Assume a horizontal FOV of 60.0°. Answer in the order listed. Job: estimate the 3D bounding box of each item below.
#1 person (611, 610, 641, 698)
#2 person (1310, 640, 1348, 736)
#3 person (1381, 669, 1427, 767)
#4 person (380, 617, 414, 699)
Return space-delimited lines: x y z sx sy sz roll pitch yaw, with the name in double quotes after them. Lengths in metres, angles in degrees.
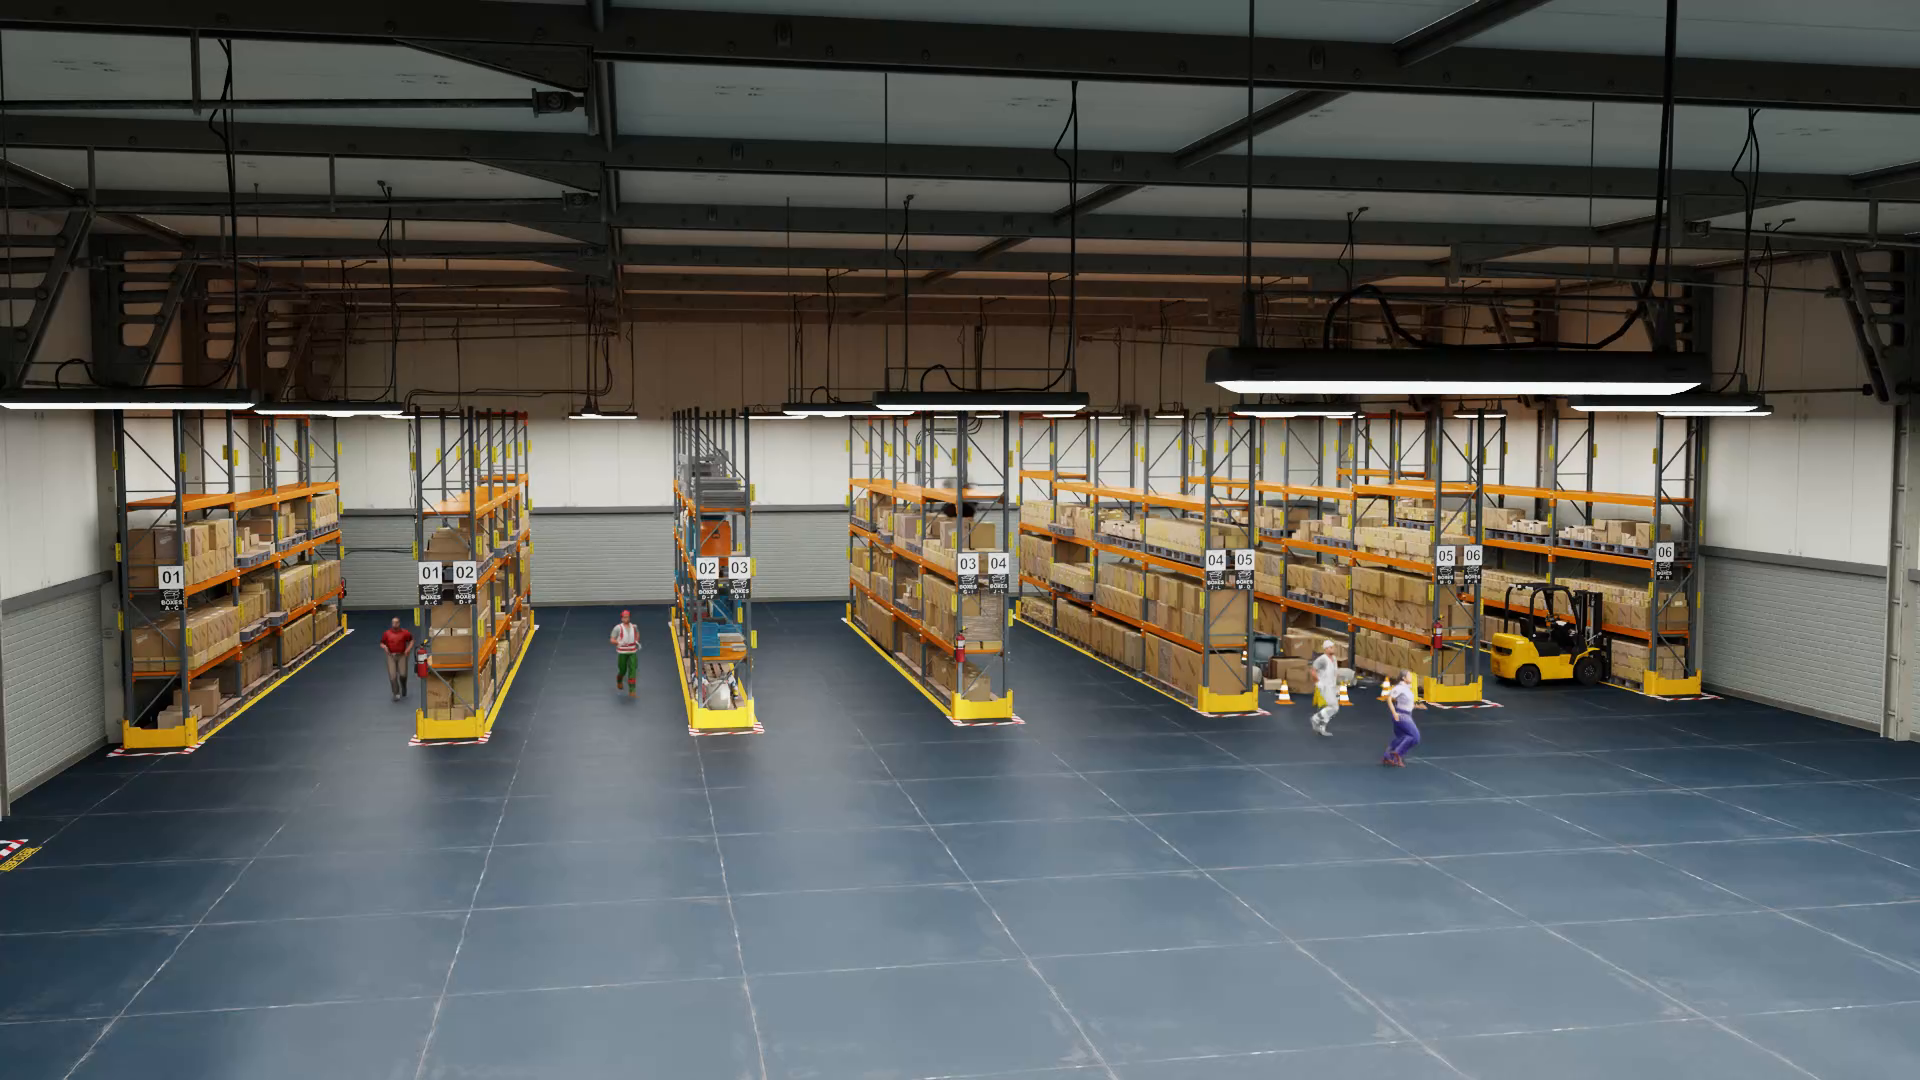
-6.933 2.352 34.596 0.654 1.776 0.985 -2 5 -28 "person"
6.736 2.695 30.289 0.607 1.749 0.637 3 5 38 "person"
7.358 2.947 27.540 0.714 1.613 0.576 2 4 21 "person"
-11.592 2.442 34.229 0.653 1.679 0.575 -1 4 -15 "person"
